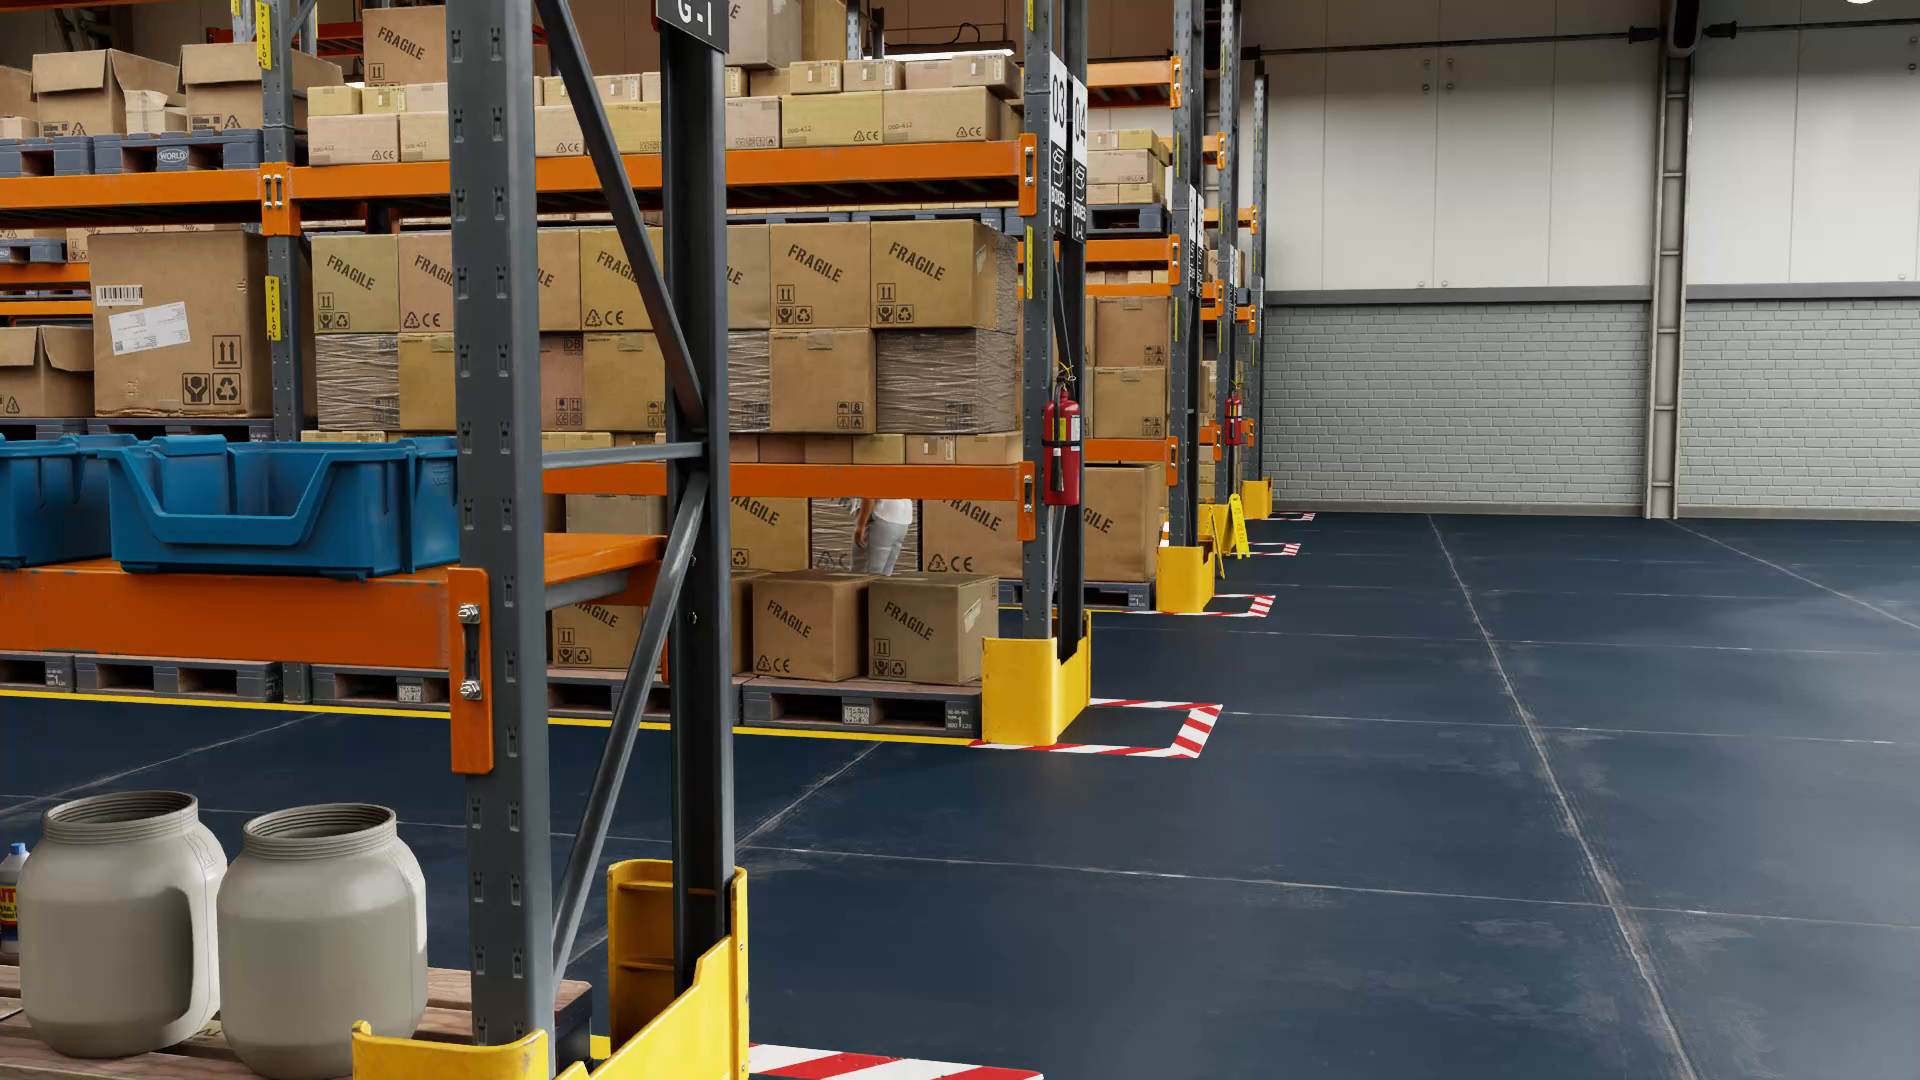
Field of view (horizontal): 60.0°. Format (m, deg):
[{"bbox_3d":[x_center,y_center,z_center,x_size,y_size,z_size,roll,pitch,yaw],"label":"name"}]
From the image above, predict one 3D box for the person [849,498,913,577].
[{"bbox_3d":[-0.546,-0.100,10.407,0.470,1.665,0.537,1,5,14],"label":"person"}]
